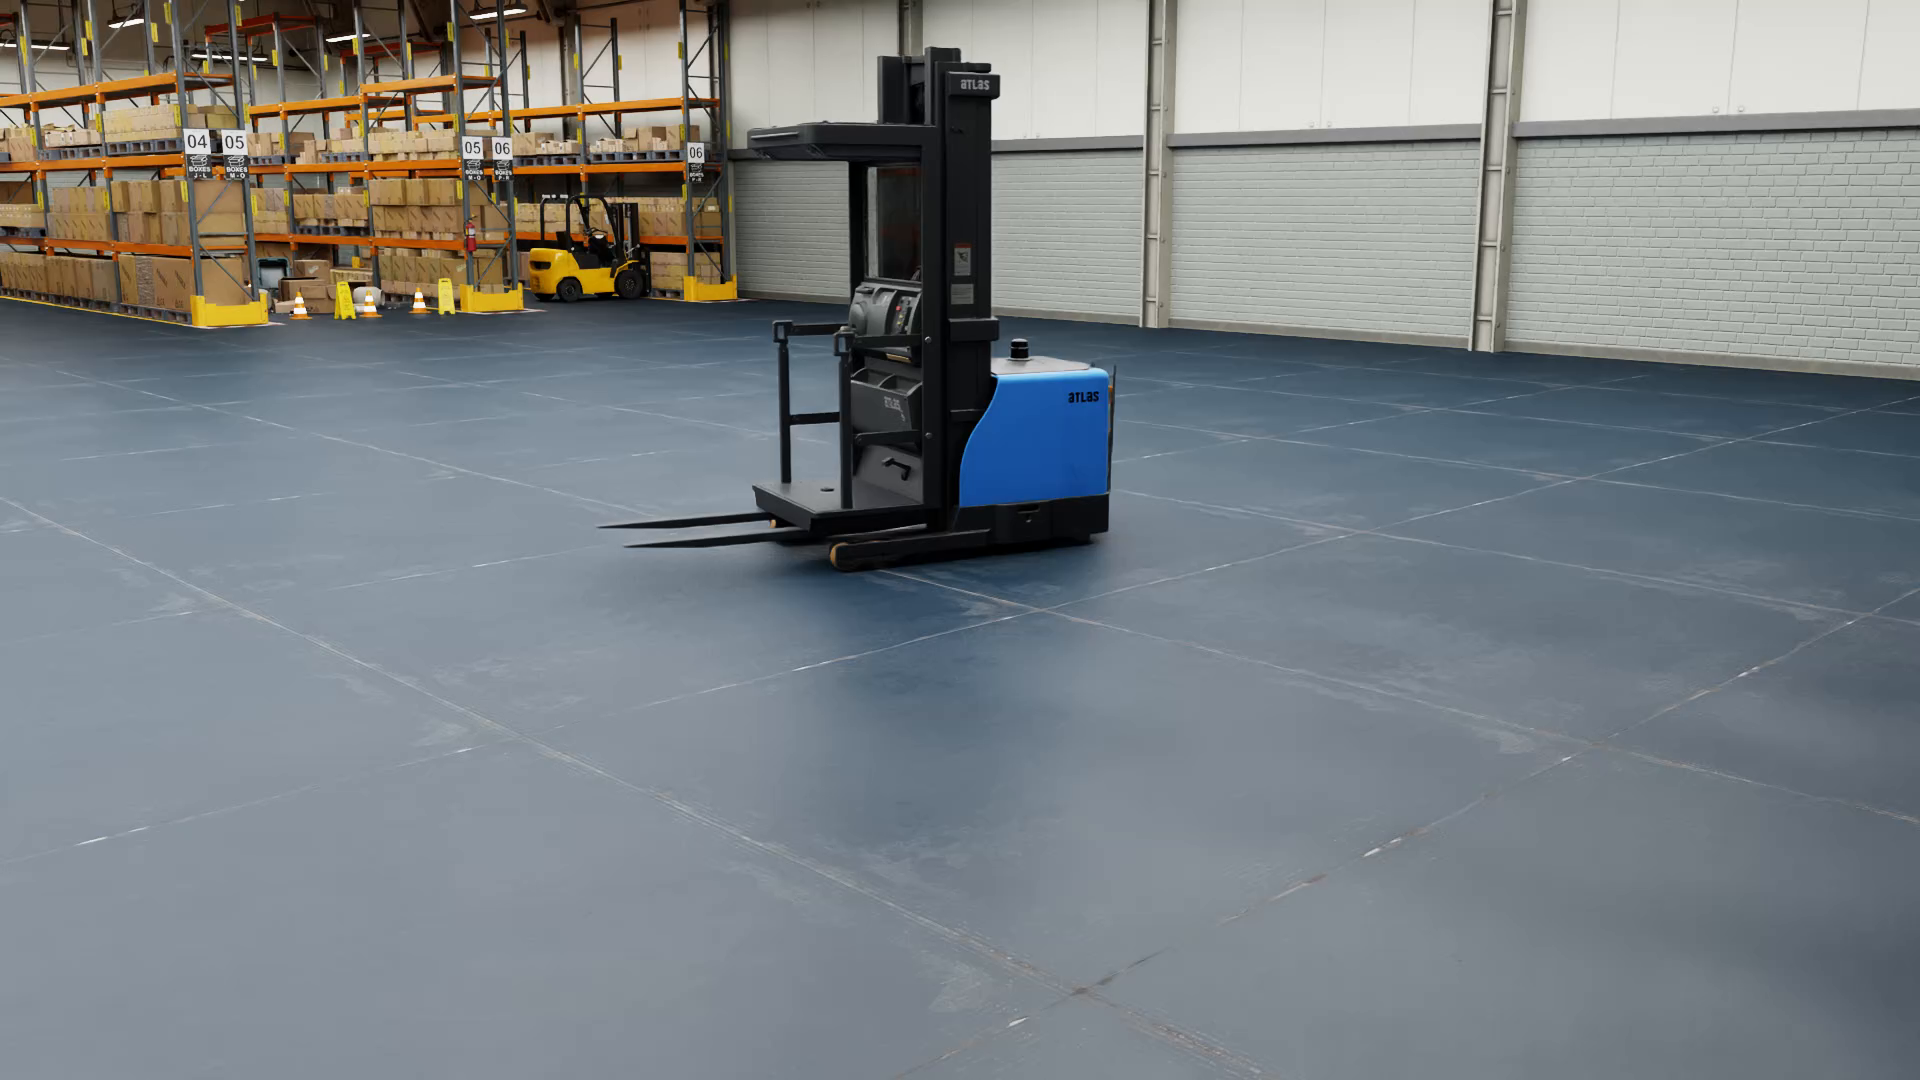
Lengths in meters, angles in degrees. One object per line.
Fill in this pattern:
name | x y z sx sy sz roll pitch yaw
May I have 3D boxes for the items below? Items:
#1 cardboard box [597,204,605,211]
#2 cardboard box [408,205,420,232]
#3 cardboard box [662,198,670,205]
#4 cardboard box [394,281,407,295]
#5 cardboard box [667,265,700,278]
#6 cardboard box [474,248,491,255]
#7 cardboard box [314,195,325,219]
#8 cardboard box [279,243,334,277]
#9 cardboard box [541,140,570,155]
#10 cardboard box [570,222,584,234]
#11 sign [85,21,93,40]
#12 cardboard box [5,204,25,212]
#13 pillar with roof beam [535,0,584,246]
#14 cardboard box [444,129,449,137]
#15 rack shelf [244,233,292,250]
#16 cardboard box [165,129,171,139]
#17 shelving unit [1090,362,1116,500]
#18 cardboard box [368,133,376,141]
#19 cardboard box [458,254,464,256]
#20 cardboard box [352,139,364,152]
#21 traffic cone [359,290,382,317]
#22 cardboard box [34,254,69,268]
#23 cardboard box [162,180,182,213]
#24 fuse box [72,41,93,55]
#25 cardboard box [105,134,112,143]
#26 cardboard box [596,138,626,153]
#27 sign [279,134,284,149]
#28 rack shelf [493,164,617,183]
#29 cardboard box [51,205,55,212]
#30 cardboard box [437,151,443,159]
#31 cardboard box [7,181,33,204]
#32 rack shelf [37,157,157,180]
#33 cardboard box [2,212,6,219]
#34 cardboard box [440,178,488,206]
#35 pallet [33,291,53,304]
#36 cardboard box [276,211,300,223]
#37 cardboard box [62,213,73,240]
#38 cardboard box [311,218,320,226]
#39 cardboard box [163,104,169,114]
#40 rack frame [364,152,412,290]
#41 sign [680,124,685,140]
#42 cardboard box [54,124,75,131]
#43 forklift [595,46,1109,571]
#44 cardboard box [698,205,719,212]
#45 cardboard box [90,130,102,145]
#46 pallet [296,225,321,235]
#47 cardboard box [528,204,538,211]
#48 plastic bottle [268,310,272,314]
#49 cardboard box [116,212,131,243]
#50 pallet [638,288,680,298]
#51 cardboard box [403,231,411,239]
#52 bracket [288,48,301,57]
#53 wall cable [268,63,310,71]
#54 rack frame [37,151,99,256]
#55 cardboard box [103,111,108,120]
cardboard box | -7.795 -7.345 36.776 0.380 0.149 0.250 -10 16 -41
cardboard box | -10.425 -6.283 32.488 0.500 0.500 0.500 -11 16 -42
cardboard box | -6.035 -7.117 34.930 0.380 0.149 0.250 -10 16 -41
cardboard box | -11.003 -5.066 33.341 0.500 0.250 0.500 -10 15 -39
cardboard box | -5.804 -5.647 34.922 0.500 0.250 0.500 -11 16 -43
cardboard box | -11.801 -7.144 41.200 0.380 0.149 0.250 -10 15 -41
cardboard box | -13.474 -7.142 35.617 0.500 0.500 0.500 -11 16 -42
cardboard box | -14.771 -6.268 37.628 0.875 0.875 0.875 -11 16 -43
cardboard box | -9.211 -8.963 37.983 0.500 0.311 0.500 11 16 43
cardboard box | -8.542 -7.063 37.633 0.500 0.250 0.500 -10 16 -41
sign | -15.486 -9.060 29.575 0.100 0.325 0.005 -11 16 -43
cardboard box | -19.605 -6.895 34.554 0.380 0.149 0.250 -10 15 -41
pillar with roof beam | -12.328 -9.957 36.440 9.100 9.000 0.548 -11 16 -43
cardboard box | -9.427 -7.611 31.135 0.380 0.149 0.250 -11 16 -42
rack shelf | -15.735 -6.931 38.400 1.077 0.370 4.000 -11 16 -43
cardboard box | -12.988 -6.758 27.680 0.380 0.149 0.250 -11 16 -42
shelving unit | 0.834 -0.619 10.794 0.215 1.050 0.252 -4 12 -30
cardboard box | -11.610 -8.052 33.276 0.380 0.149 0.250 -11 16 -44
cardboard box | -12.288 -6.920 41.721 0.500 0.500 0.500 11 16 43
cardboard box | -12.100 -8.074 34.063 0.500 0.250 0.500 -11 16 -44
traffic cone | -10.628 -4.260 29.940 0.336 0.463 0.334 -11 16 -43
cardboard box | -18.527 -5.698 33.933 0.500 0.250 0.500 11 16 44
cardboard box | -13.015 -5.848 28.316 0.875 0.550 0.550 -11 16 -43
fuse box | -23.954 -13.444 45.438 0.513 0.334 0.176 -11 16 -43
cardboard box | -15.097 -7.203 29.840 0.380 0.149 0.250 -11 16 -43
cardboard box | -7.606 -8.624 36.337 0.500 0.311 0.500 -10 16 -41
sign | -14.761 -8.676 36.179 0.100 0.325 0.005 -11 16 -43
rack shelf | -9.386 -8.508 38.624 1.077 0.370 4.000 -11 16 -43
cardboard box | -18.580 -6.869 34.426 0.250 0.149 0.380 11 16 43
cardboard box | -9.633 -7.258 31.396 0.380 0.149 0.250 -10 15 -41
cardboard box | -20.762 -7.654 36.668 0.500 0.500 0.500 -10 16 -41
rack shelf | -16.483 -7.111 31.844 1.077 0.370 4.000 -11 16 -43
cardboard box | -19.778 -6.786 34.761 0.380 0.149 0.250 -11 16 -43
cardboard box | -9.340 -6.552 31.317 0.500 0.500 0.700 11 16 44
pallet | -18.403 -5.035 34.327 1.003 0.211 1.213 -11 16 -43
cardboard box | -14.873 -7.198 37.047 0.500 0.250 0.500 -11 16 -43
cardboard box | -17.049 -6.085 32.265 0.500 0.500 0.500 -11 16 -43
cardboard box | -13.763 -6.865 35.881 0.380 0.149 0.250 -11 16 -42
cardboard box | -12.989 -7.149 27.601 0.380 0.149 0.250 -11 16 -42
rack frame | -11.592 -6.407 34.077 1.000 3.000 0.127 -11 16 -43
sign | -5.644 -8.306 33.863 0.100 0.325 0.005 -11 16 -43
cardboard box | -18.301 -8.352 33.940 0.396 0.266 0.258 -11 16 -43
forklift | -0.629 -1.377 9.832 3.031 2.935 1.130 -6 13 -26
cardboard box | -5.289 -6.968 34.944 0.250 0.149 0.380 11 16 44
cardboard box | -15.706 -7.434 30.710 0.500 0.250 0.500 -11 16 -42
pallet | -13.785 -6.808 36.498 1.213 0.211 1.003 -11 16 -43
cardboard box | -9.861 -7.776 38.863 0.380 0.149 0.250 -10 16 -41
plastic bottle | -12.830 -4.199 30.641 0.133 0.061 0.283 6 13 26
cardboard box | -14.839 -5.724 30.389 0.875 0.550 0.550 -11 16 -43
pallet | -6.639 -5.434 36.263 1.003 0.211 1.213 -11 16 -43
cardboard box | -10.730 -6.006 32.750 0.380 0.149 0.250 -11 16 -42
bracket | -19.682 -14.428 49.222 0.235 0.232 0.430 -11 16 -43
wall cable | -19.263 -15.515 49.635 2.988 3.039 0.133 -11 16 -43
rack frame | -17.865 -6.287 33.491 1.000 3.000 0.127 -11 16 -43
cardboard box | -15.097 -7.594 29.760 0.380 0.149 0.250 -11 16 -42
